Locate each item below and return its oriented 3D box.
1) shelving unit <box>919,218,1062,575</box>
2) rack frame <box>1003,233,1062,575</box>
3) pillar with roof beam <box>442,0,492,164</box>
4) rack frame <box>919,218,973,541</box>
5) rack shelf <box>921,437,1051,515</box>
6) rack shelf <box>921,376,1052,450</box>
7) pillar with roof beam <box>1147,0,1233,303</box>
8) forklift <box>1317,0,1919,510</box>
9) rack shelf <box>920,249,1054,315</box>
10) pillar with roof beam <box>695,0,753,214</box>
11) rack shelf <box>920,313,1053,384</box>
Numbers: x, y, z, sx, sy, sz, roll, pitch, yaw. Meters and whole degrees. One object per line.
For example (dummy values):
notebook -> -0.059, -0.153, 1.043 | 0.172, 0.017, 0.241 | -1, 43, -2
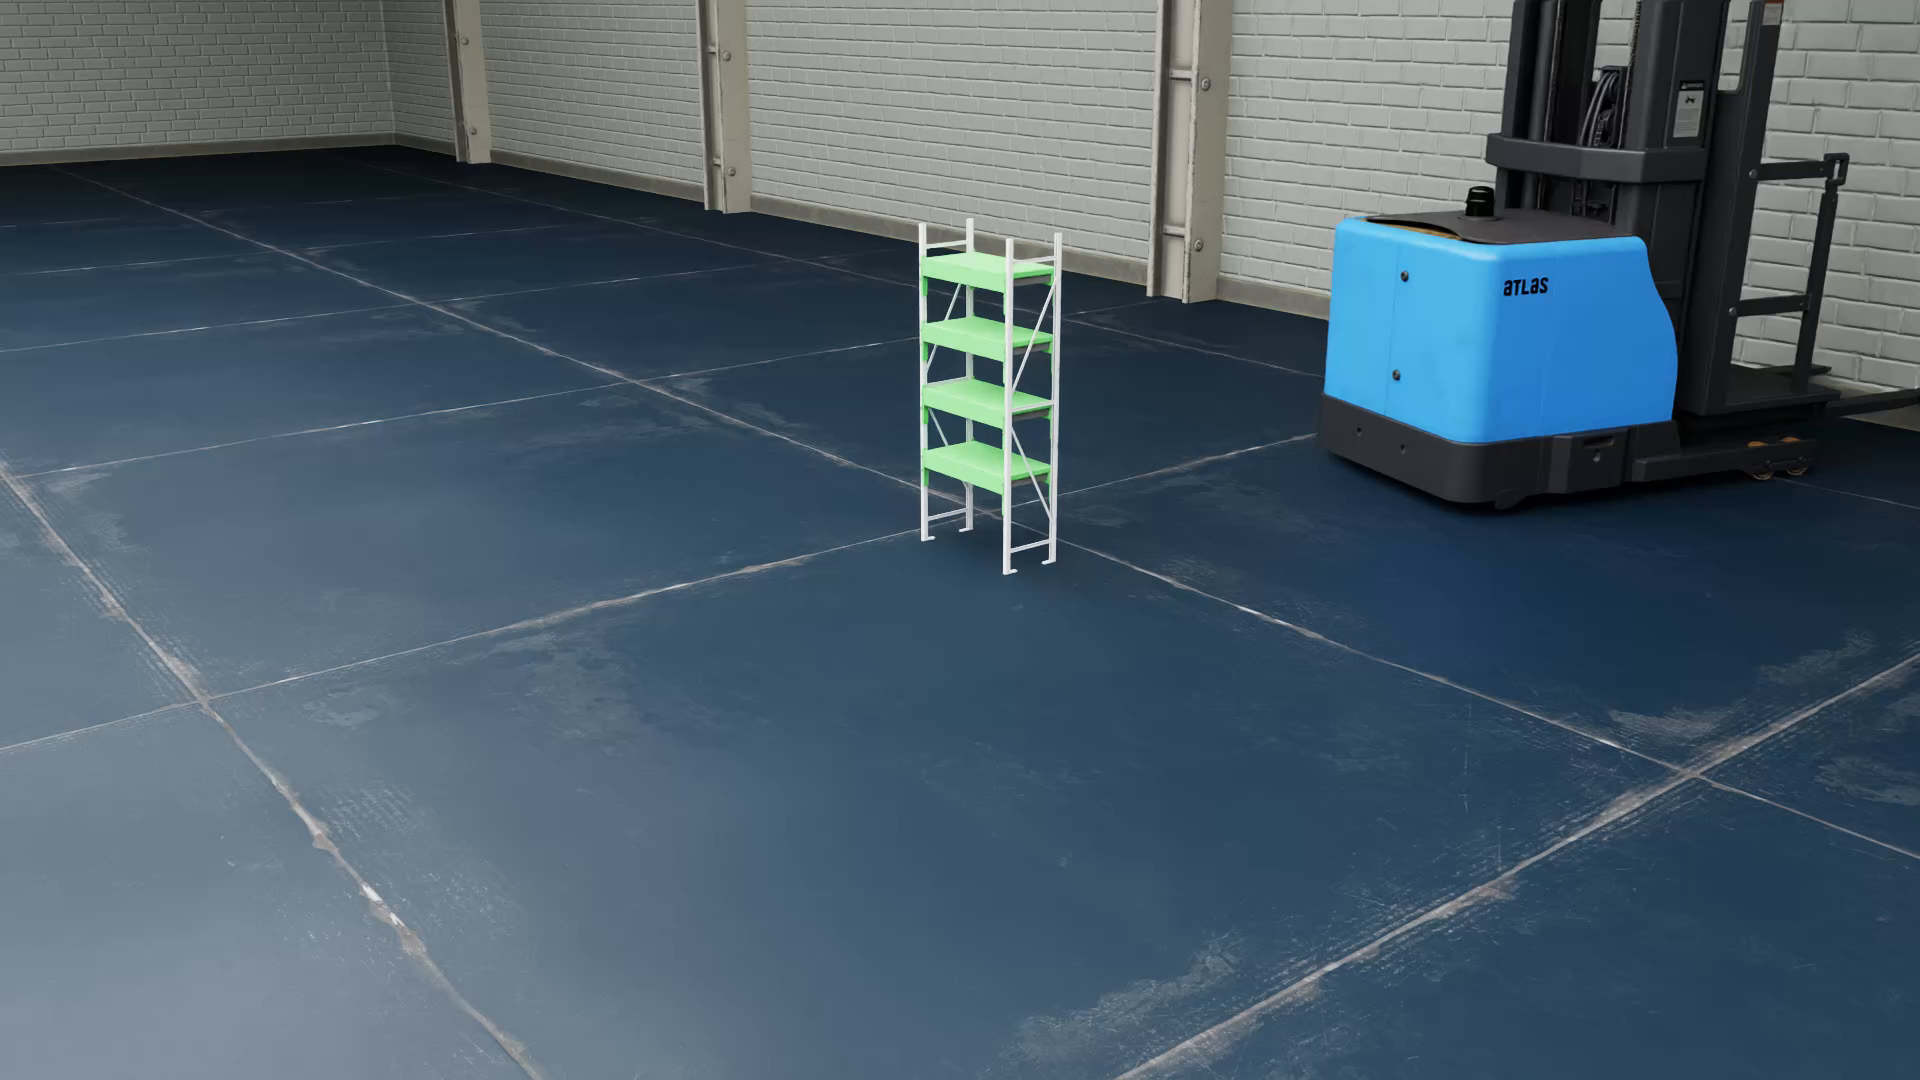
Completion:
shelving unit -> 0.103, -0.529, 6.051 | 0.258, 1.200, 0.503 | -14, 23, -36
rack frame -> 0.254, -0.469, 5.869 | 0.240, 1.200, 0.015 | -14, 23, -36
pillar with roof beam -> -9.302, -8.054, 16.371 | 9.100, 9.000, 0.400 | -14, 23, -36
rack frame -> -0.049, -0.589, 6.232 | 0.240, 1.200, 0.015 | -14, 23, -36
rack shelf -> 0.103, -0.240, 6.146 | 0.258, 0.148, 0.480 | -14, 23, -36
rack shelf -> 0.103, -0.468, 6.071 | 0.258, 0.148, 0.480 | -14, 23, -36
pillar with roof beam -> -1.851, -5.097, 7.441 | 9.100, 9.000, 0.400 | -14, 23, -36
forklift -> 3.158, -1.792, 7.112 | 3.031, 2.935, 1.130 | -7, 20, -21
rack shelf -> 0.103, -0.924, 5.920 | 0.258, 0.148, 0.480 | -14, 23, -36
pillar with roof beam -> -5.577, -6.576, 11.906 | 9.100, 9.000, 0.400 | -14, 23, -36
rack shelf -> 0.103, -0.696, 5.995 | 0.258, 0.148, 0.480 | -14, 23, -36
